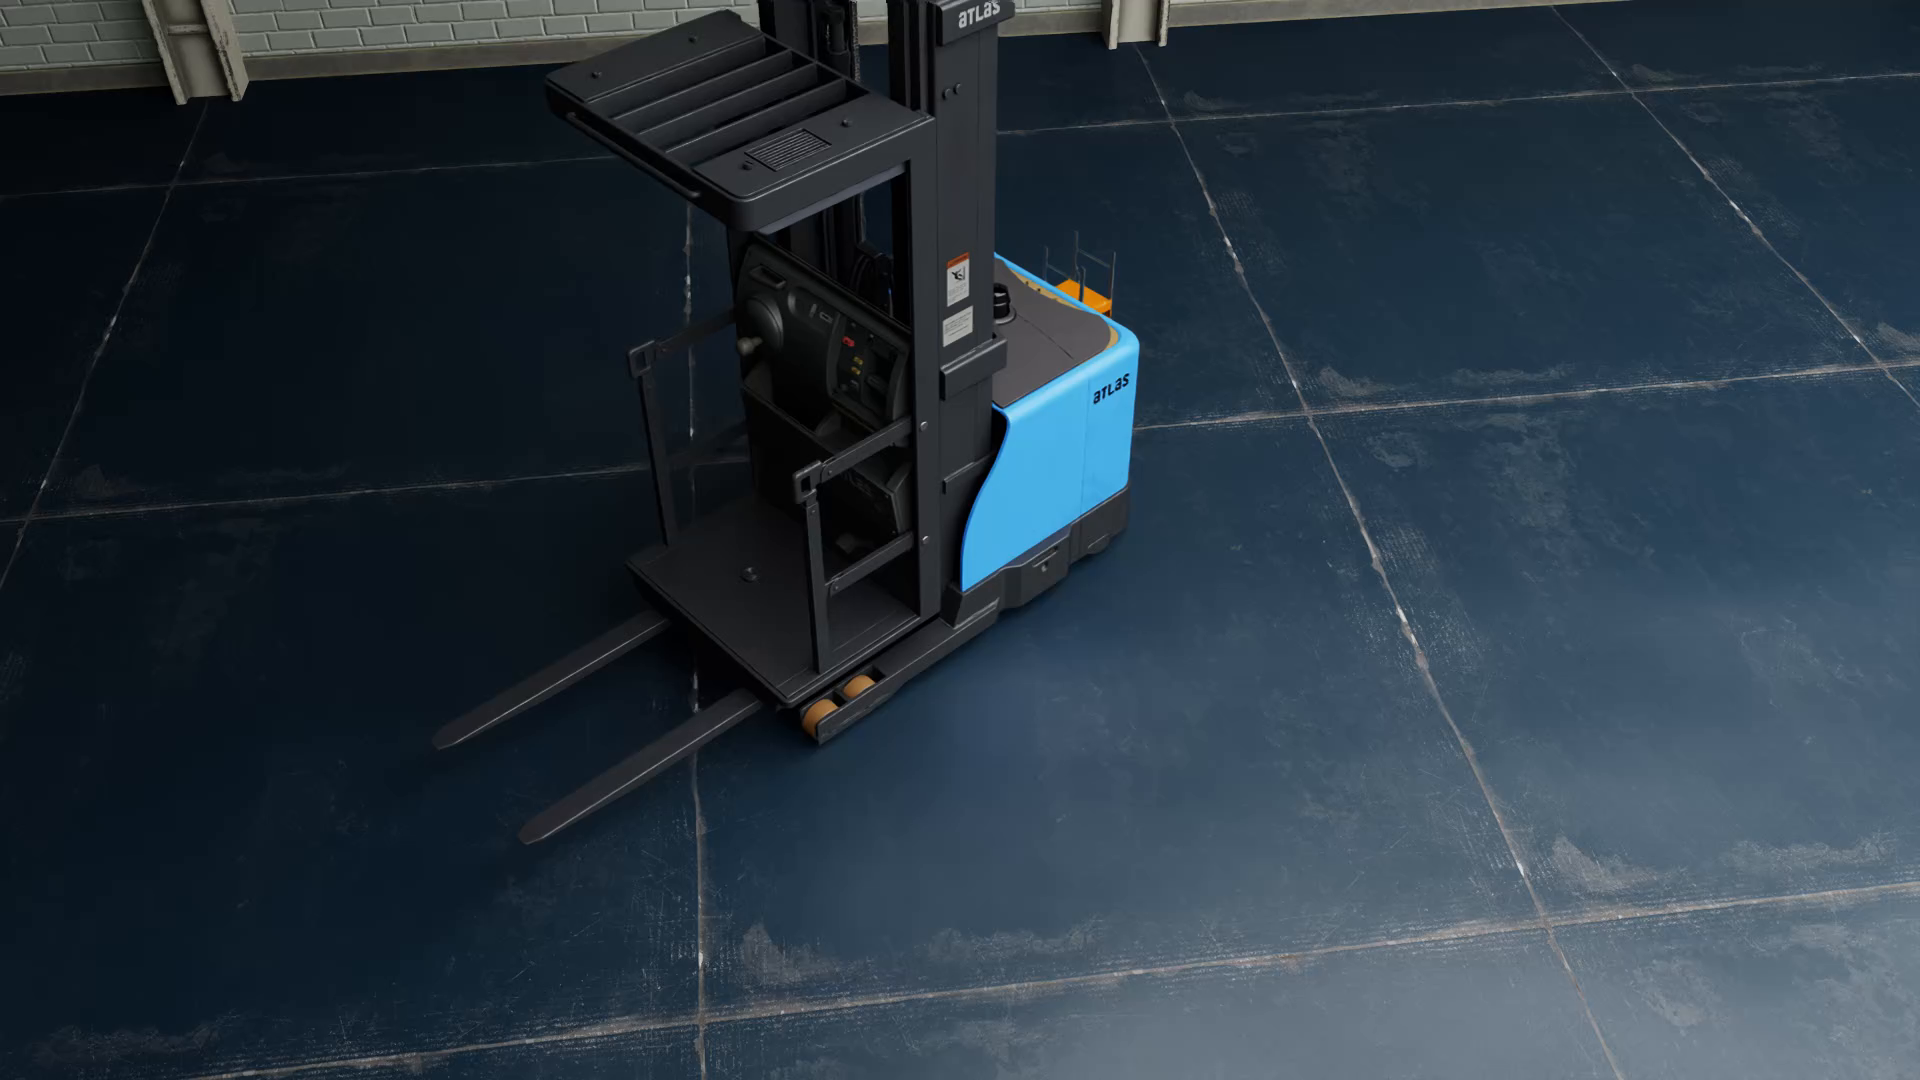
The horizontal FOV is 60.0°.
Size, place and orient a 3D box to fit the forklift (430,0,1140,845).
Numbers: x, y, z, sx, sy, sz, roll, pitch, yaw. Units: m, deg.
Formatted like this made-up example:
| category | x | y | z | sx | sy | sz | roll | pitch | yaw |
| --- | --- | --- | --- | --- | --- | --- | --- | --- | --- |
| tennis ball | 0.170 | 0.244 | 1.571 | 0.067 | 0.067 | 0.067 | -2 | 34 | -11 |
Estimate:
| category | x | y | z | sx | sy | sz | roll | pitch | yaw |
| --- | --- | --- | --- | --- | --- | --- | --- | --- | --- |
| forklift | -0.671 | -0.689 | 6.041 | 3.031 | 2.935 | 1.130 | -32 | 51 | -30 |

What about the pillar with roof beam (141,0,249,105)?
| category | x | y | z | sx | sy | sz | roll | pitch | yaw |
| --- | --- | --- | --- | --- | --- | --- | --- | --- | --- |
| pillar with roof beam | -4.225 | -3.357 | 4.468 | 0.400 | 9.000 | 9.100 | -5 | 42 | -6 |

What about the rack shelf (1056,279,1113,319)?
| category | x | y | z | sx | sy | sz | roll | pitch | yaw |
| --- | --- | --- | --- | --- | --- | --- | --- | --- | --- |
| rack shelf | 0.506 | -1.019 | 7.228 | 0.180 | 0.103 | 0.258 | -32 | 51 | -30 |

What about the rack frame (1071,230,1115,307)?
| category | x | y | z | sx | sy | sz | roll | pitch | yaw |
| --- | --- | --- | --- | --- | --- | --- | --- | --- | --- |
| rack frame | 0.573 | -0.827 | 7.486 | 0.006 | 1.200 | 0.240 | -32 | 51 | -30 |

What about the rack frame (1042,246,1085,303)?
| category | x | y | z | sx | sy | sz | roll | pitch | yaw |
| --- | --- | --- | --- | --- | --- | --- | --- | --- | --- |
| rack frame | 0.439 | -0.743 | 7.393 | 0.006 | 1.200 | 0.240 | -32 | 51 | -30 |

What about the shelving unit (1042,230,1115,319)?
| category | x | y | z | sx | sy | sz | roll | pitch | yaw |
| --- | --- | --- | --- | --- | --- | --- | --- | --- | --- |
| shelving unit | 0.506 | -0.785 | 7.439 | 0.189 | 1.200 | 0.258 | -32 | 51 | -30 |

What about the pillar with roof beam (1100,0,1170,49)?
| category | x | y | z | sx | sy | sz | roll | pitch | yaw |
| --- | --- | --- | --- | --- | --- | --- | --- | --- | --- |
| pillar with roof beam | 1.725 | -3.878 | 5.045 | 0.400 | 9.000 | 9.100 | -5 | 42 | -6 |
